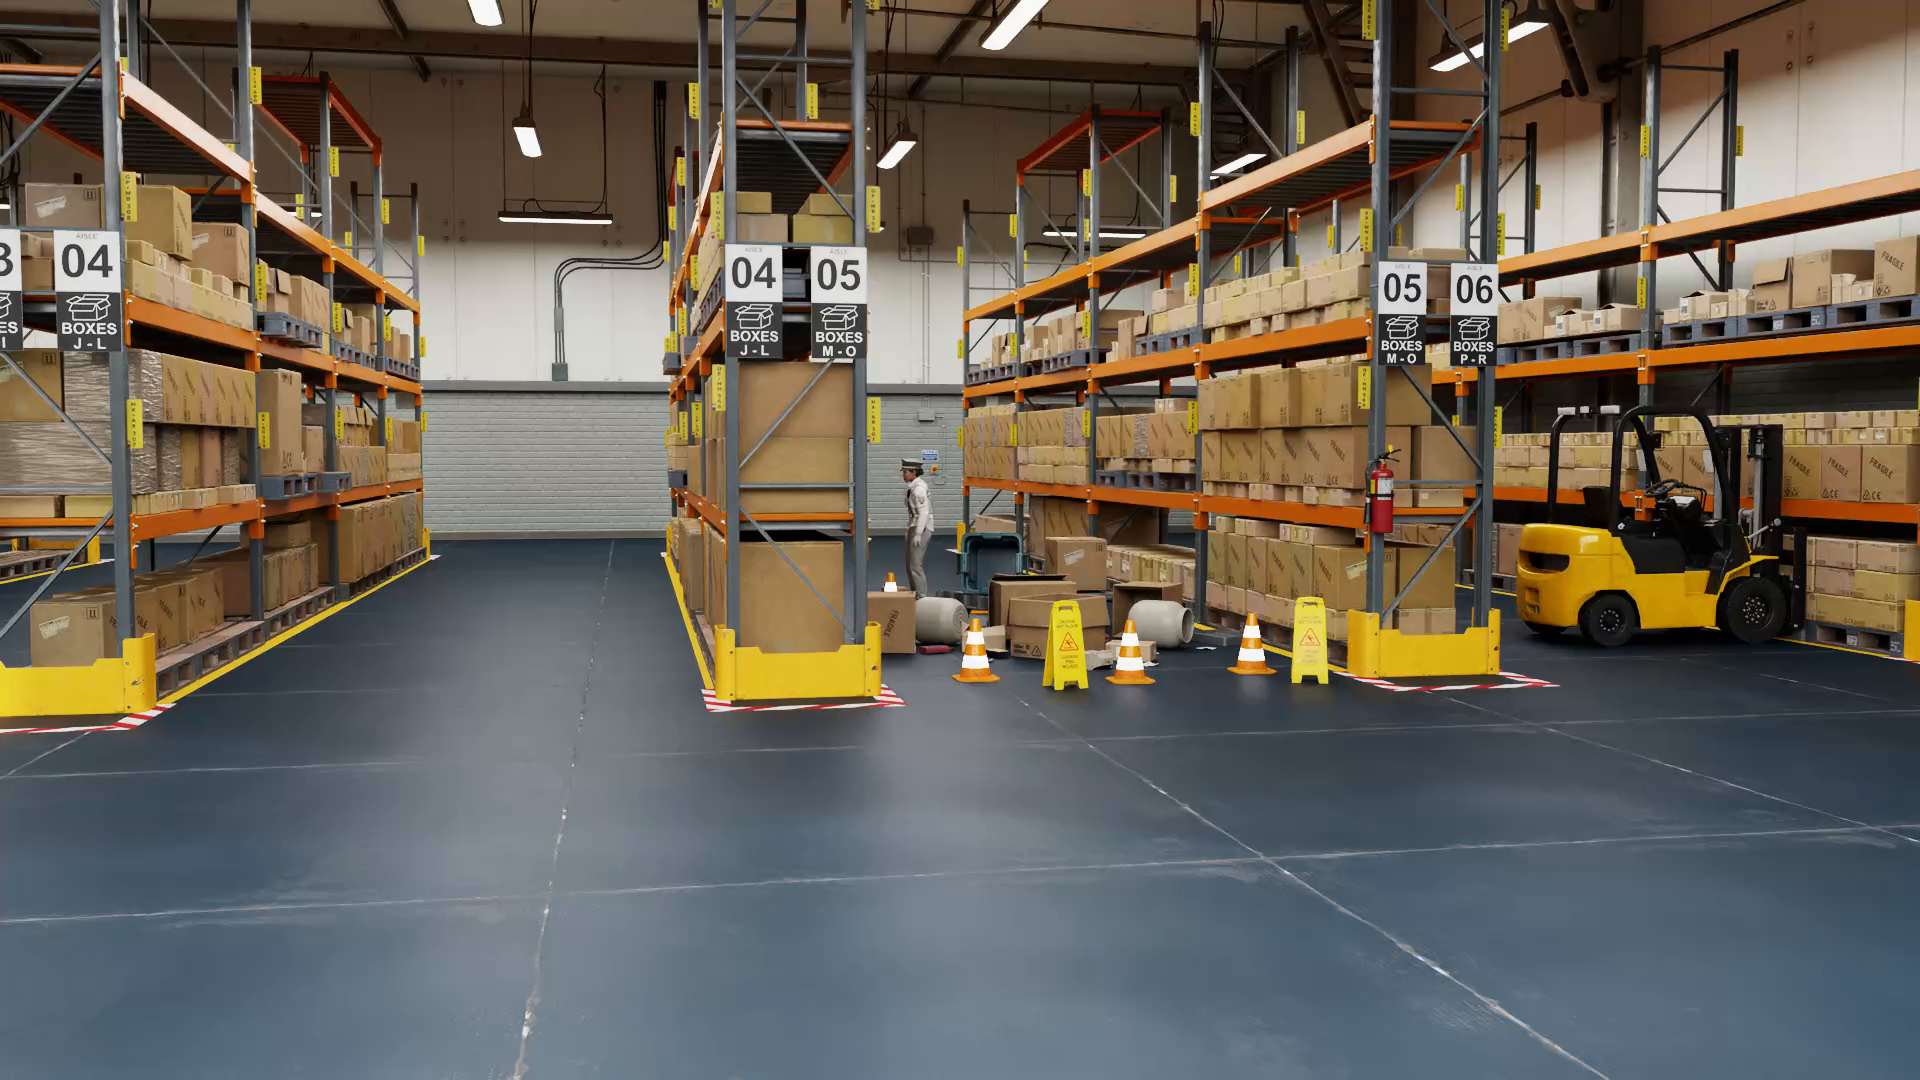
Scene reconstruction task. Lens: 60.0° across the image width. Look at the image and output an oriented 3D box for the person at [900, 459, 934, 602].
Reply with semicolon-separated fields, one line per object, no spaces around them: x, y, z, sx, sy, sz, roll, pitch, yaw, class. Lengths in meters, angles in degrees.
-0.482;-0.064;18.282;0.372;1.663;0.531;-1;3;-14;person
